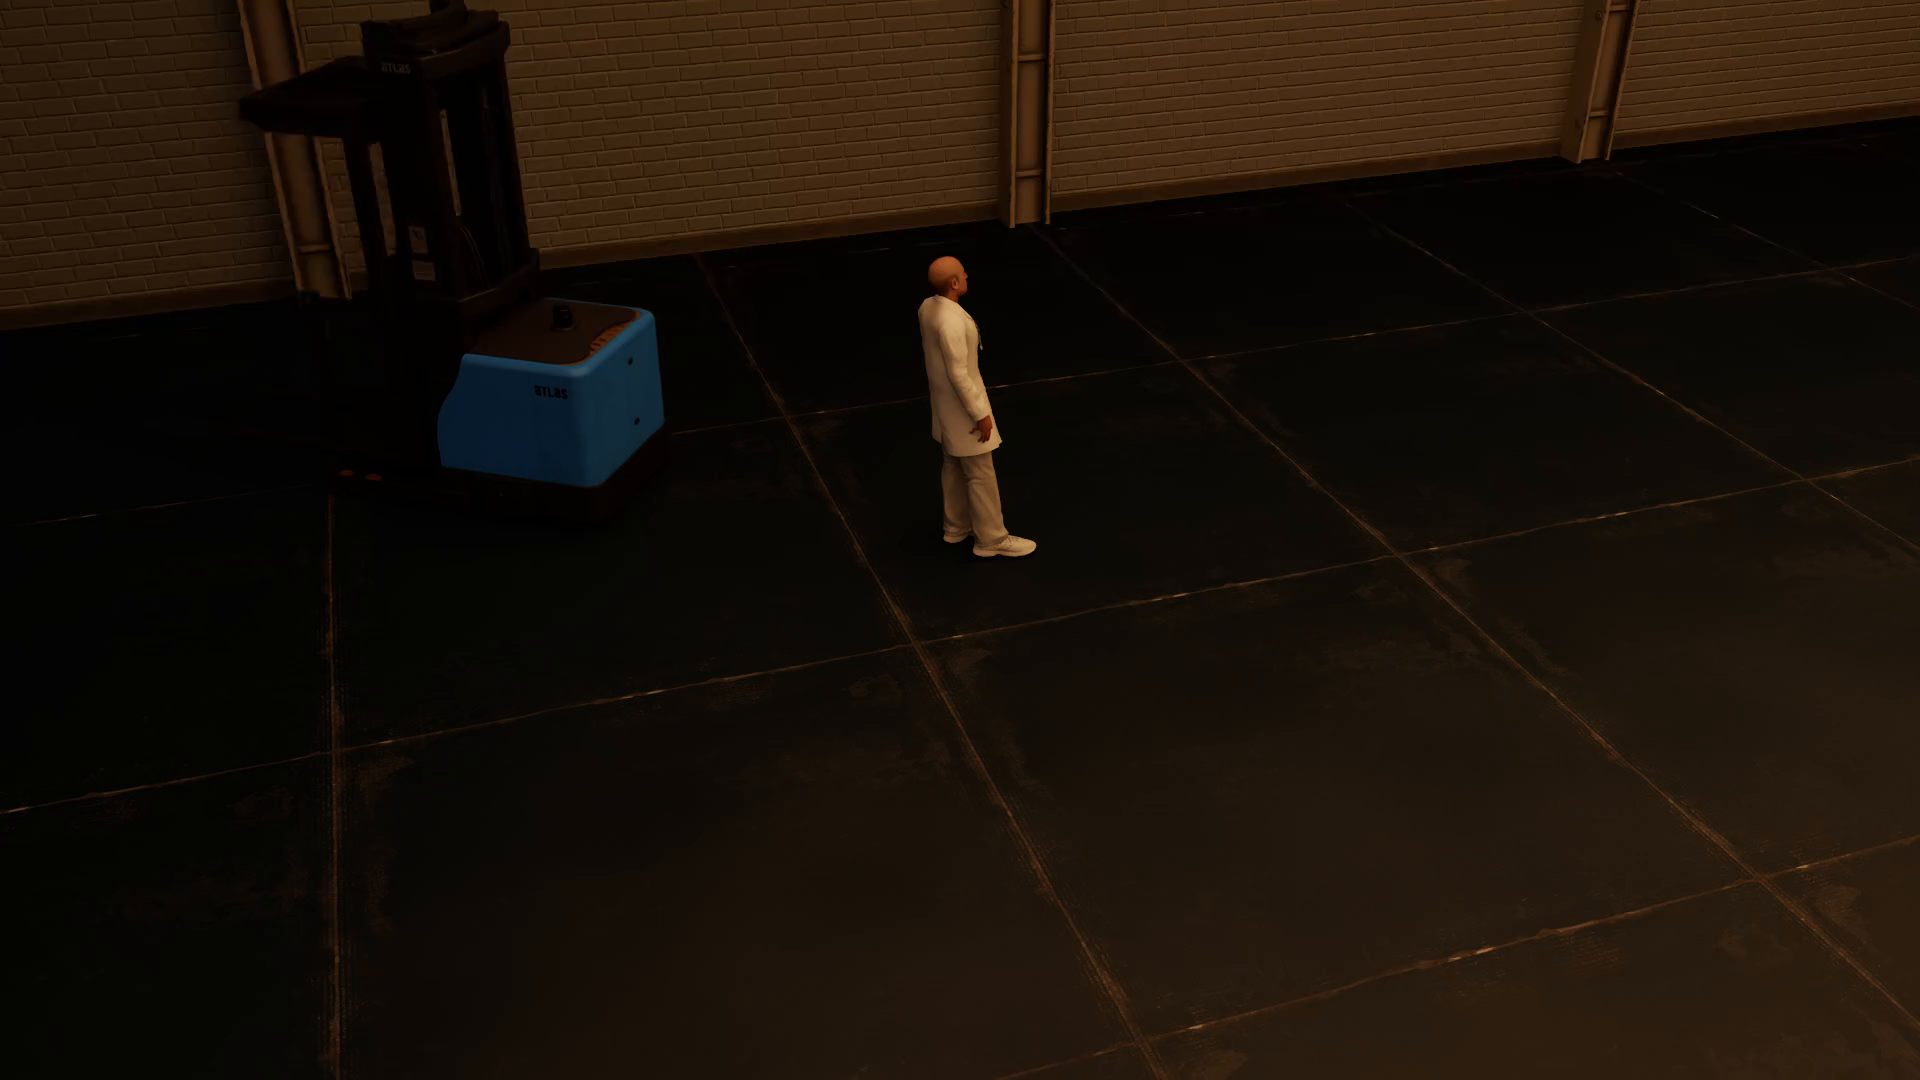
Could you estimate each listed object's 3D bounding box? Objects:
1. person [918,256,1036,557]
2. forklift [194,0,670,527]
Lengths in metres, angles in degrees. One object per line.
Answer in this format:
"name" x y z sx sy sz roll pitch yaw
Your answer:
"person" 0.088 -0.790 9.601 0.578 1.778 0.696 -10 31 -16
"forklift" -3.465 -1.761 10.147 3.031 2.935 1.130 8 31 14
